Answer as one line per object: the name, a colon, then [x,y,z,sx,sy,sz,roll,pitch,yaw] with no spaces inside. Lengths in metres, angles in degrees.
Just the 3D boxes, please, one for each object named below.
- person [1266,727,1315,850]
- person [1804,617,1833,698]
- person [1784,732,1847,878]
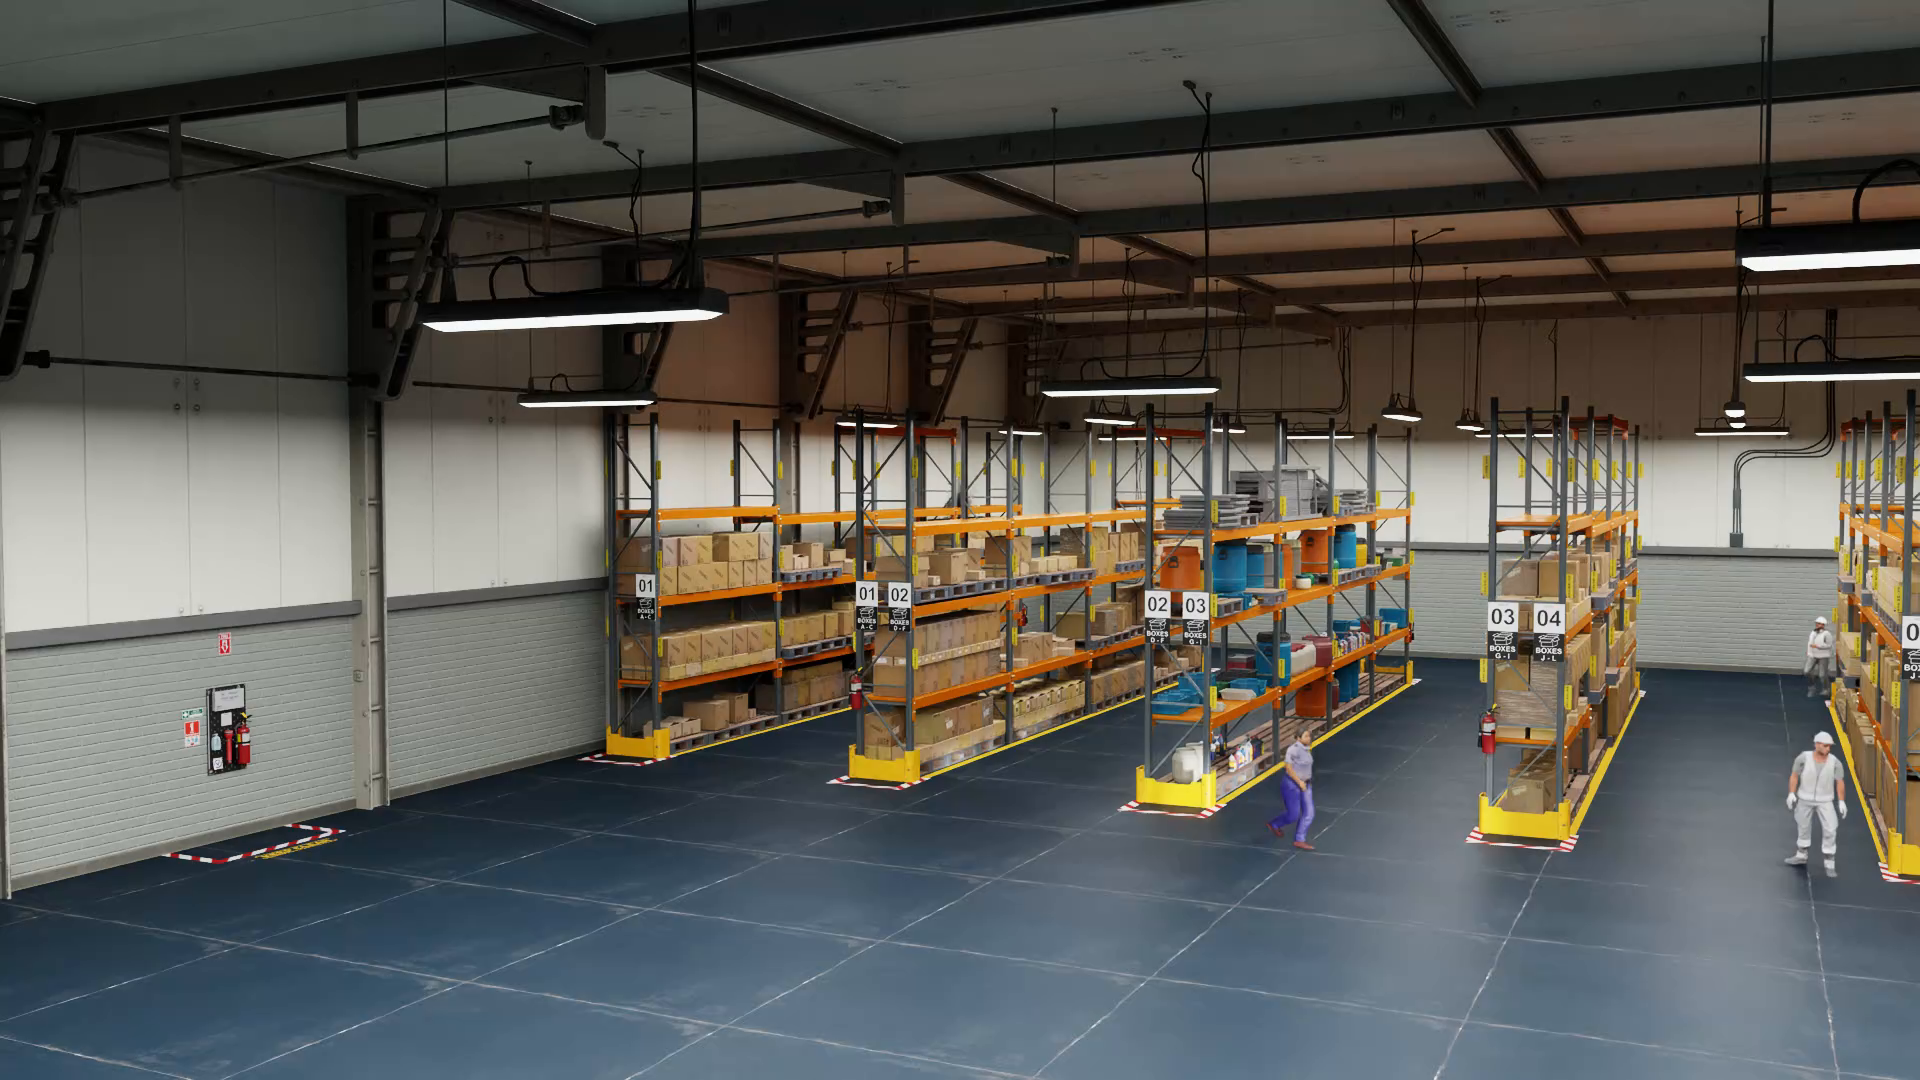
person: [4.411,3.271,22.054,0.597,1.619,0.694,-2,3,-45]
person: [18.822,2.588,36.476,0.721,1.799,0.615,-2,3,-34]
person: [10.664,3.265,20.729,0.687,1.792,0.623,1,3,29]
